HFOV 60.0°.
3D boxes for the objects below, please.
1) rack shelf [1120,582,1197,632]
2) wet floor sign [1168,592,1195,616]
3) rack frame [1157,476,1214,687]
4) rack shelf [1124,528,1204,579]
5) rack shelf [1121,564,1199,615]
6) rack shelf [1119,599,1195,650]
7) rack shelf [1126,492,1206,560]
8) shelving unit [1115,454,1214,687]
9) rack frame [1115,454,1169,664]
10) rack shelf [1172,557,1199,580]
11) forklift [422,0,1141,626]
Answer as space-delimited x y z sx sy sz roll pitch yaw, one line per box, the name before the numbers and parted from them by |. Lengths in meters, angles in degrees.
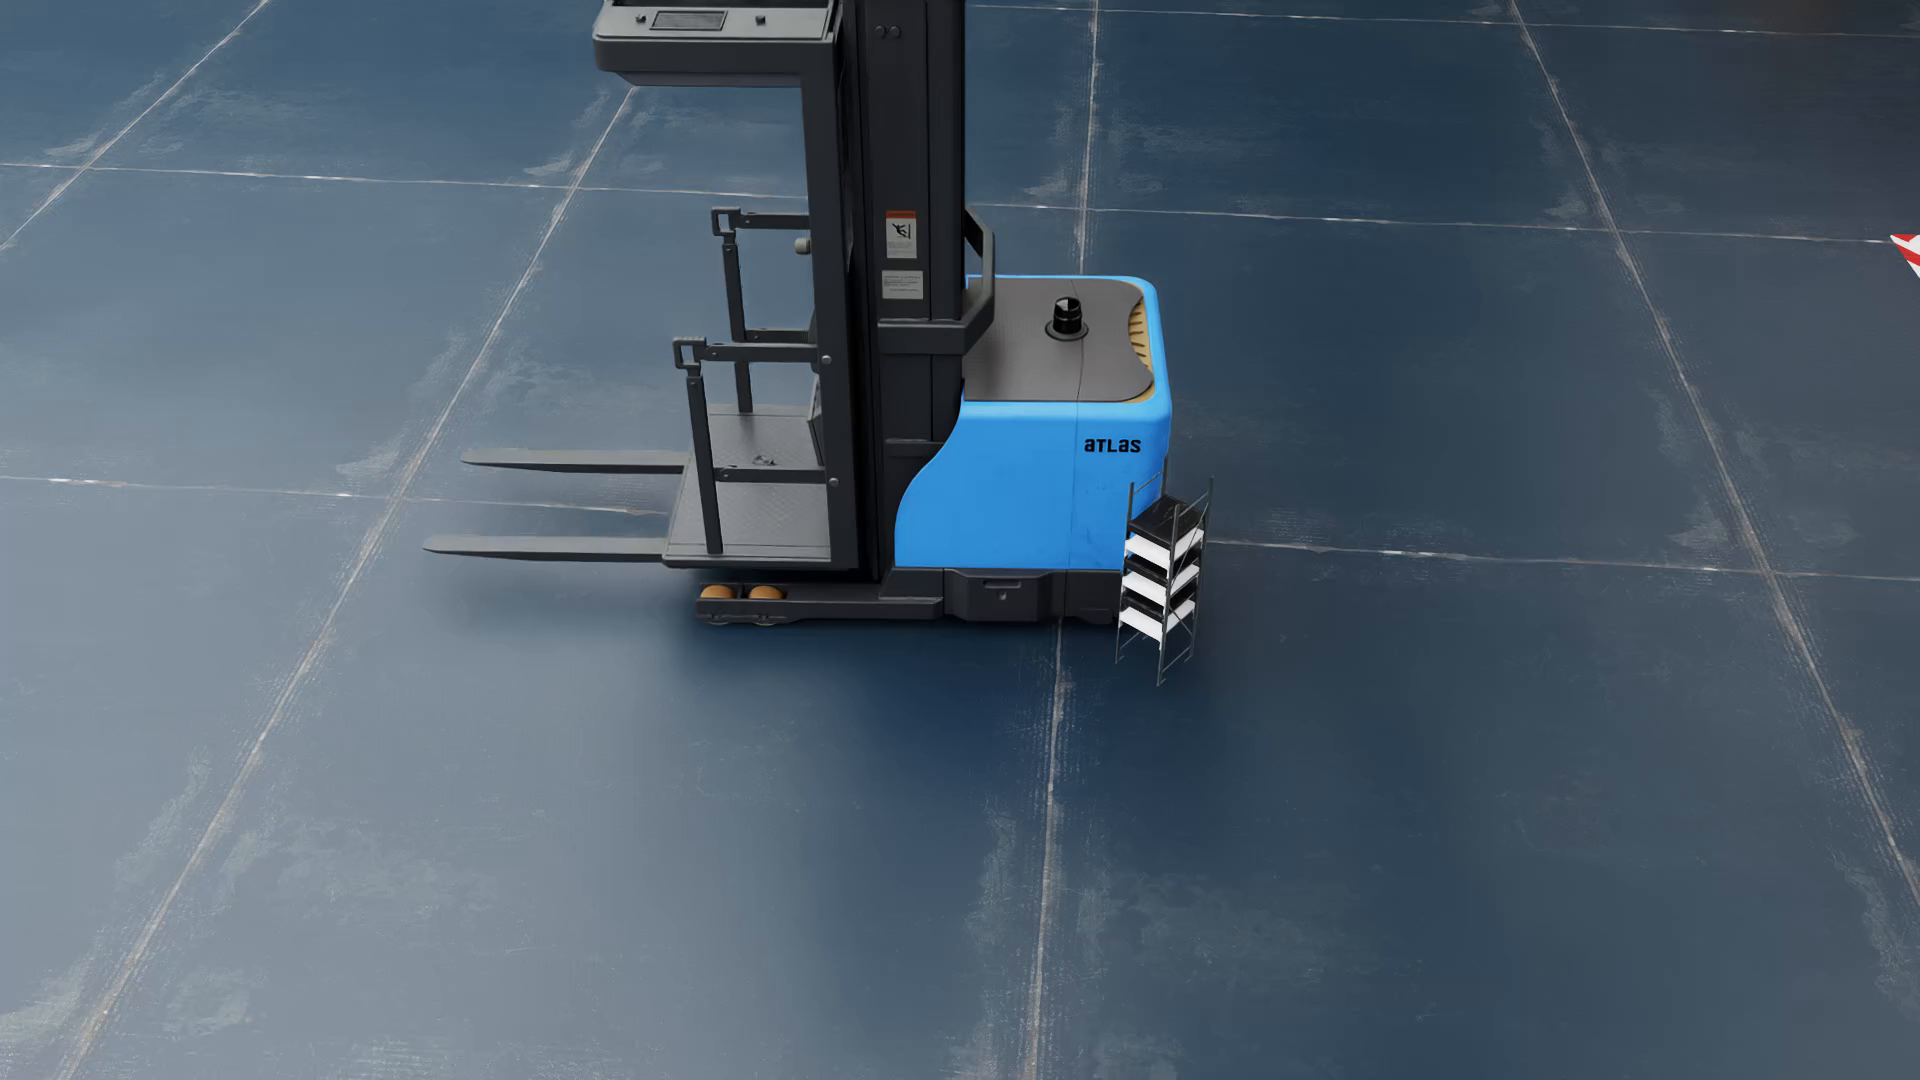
rack shelf | 0.778 0.224 6.457 0.200 0.077 0.258 29 47 30
wet floor sign | 2.672 3.697 2.197 8.304 0.644 8.611 16 42 19
rack frame | 0.855 0.171 6.328 0.006 0.900 0.240 29 47 30
rack shelf | 0.778 0.015 6.287 0.200 0.077 0.258 29 47 30
rack shelf | 0.778 0.154 6.400 0.200 0.077 0.258 29 47 30
rack shelf | 0.778 0.294 6.514 0.200 0.077 0.258 29 47 30
rack shelf | 0.778 -0.055 6.230 0.200 0.077 0.258 29 47 30
shelving unit | 0.778 0.129 6.379 0.210 0.900 0.258 29 47 30
rack frame | 0.701 0.087 6.431 0.006 0.900 0.240 29 47 30
rack shelf | 0.778 0.073 6.334 0.184 0.015 0.199 29 47 30
forklift | -0.746 -1.096 6.325 2.937 2.867 1.118 1 39 1
